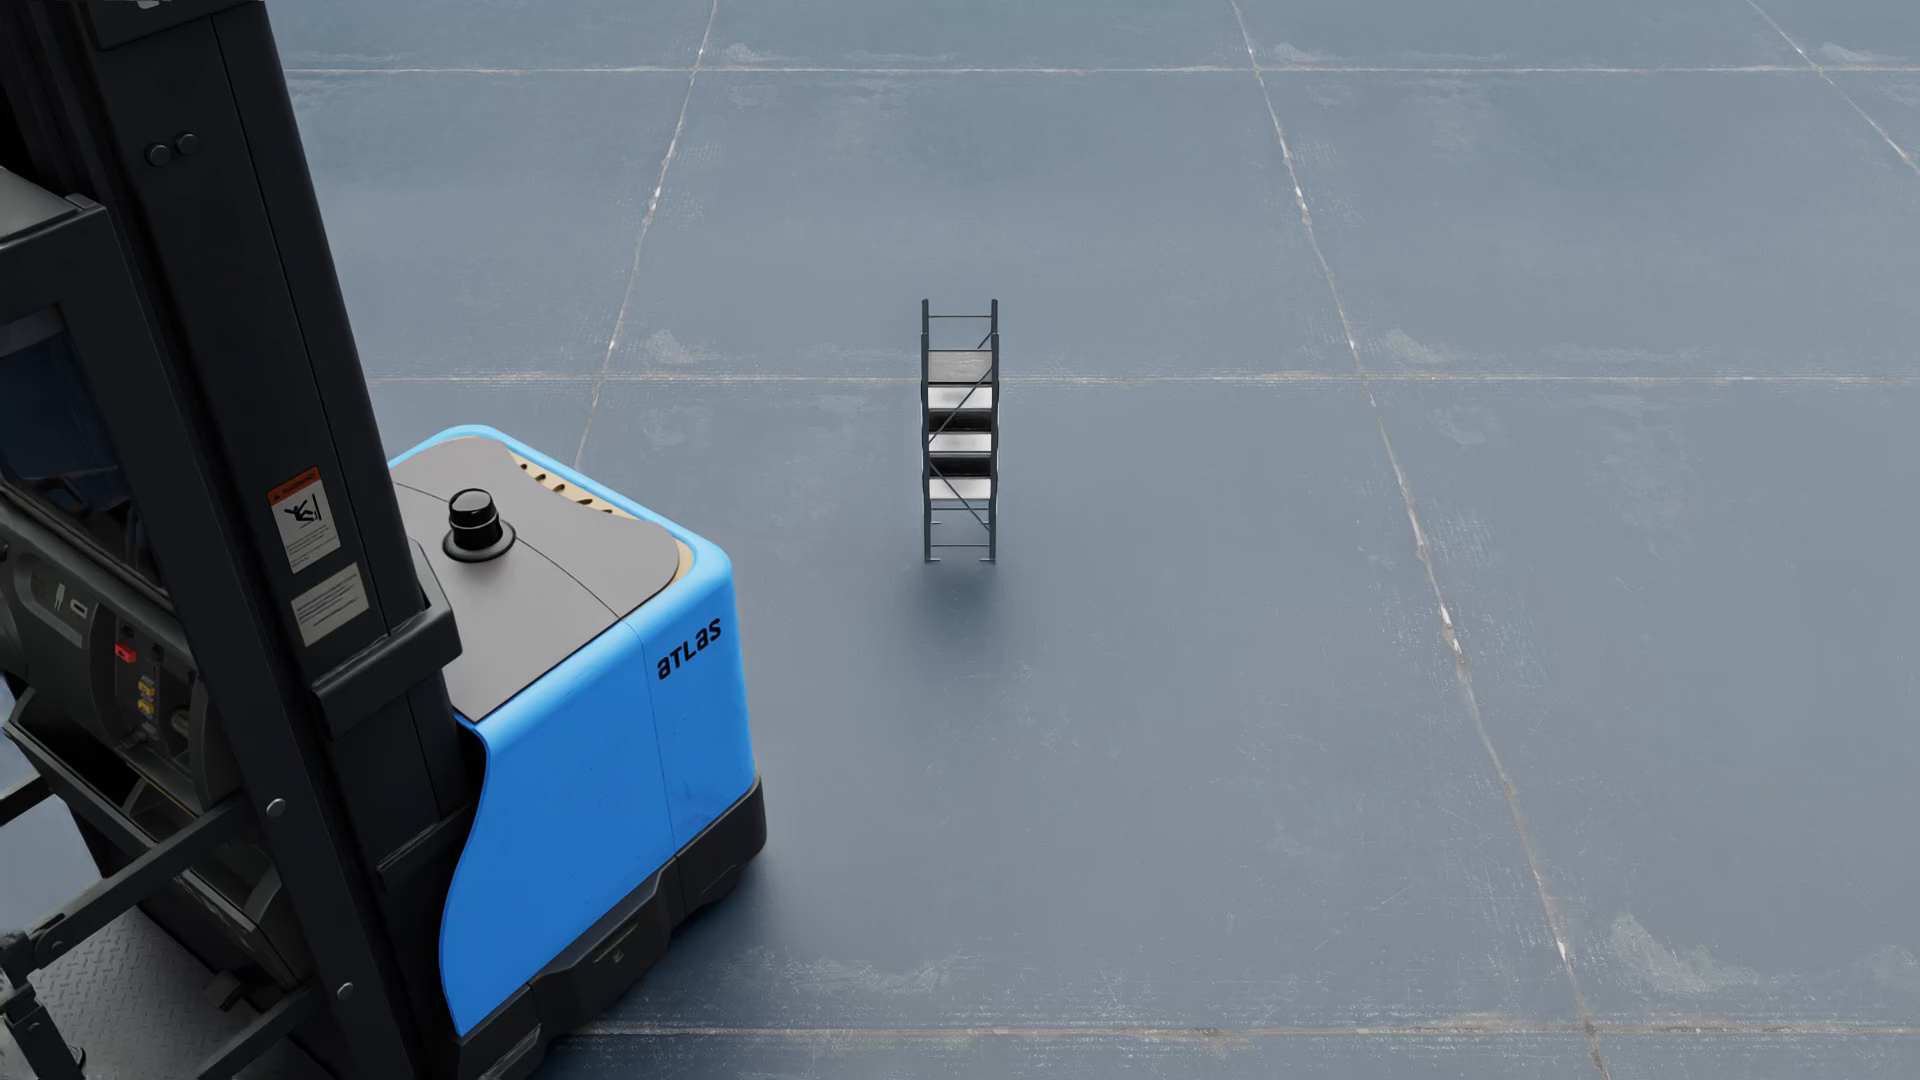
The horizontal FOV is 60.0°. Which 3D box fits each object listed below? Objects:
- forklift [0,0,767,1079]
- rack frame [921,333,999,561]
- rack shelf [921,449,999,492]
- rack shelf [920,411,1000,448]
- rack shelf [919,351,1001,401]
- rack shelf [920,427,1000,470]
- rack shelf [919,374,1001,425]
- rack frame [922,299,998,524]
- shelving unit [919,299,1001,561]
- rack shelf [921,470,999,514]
[{"bbox_3d":[-1.828,0.275,3.063,1.130,2.935,3.031,26,45,28],"label":"forklift"},{"bbox_3d":[0.000,-0.282,5.383,0.240,0.900,0.006,0,39,0],"label":"rack frame"},{"bbox_3d":[0.000,-0.250,5.539,0.258,0.077,0.200,0,39,0],"label":"rack shelf"},{"bbox_3d":[0.000,-0.390,5.427,0.258,0.077,0.200,0,39,0],"label":"rack shelf"},{"bbox_3d":[0.000,-0.531,5.314,0.258,0.077,0.200,0,39,0],"label":"rack shelf"},{"bbox_3d":[0.000,-0.320,5.483,0.258,0.077,0.200,0,39,0],"label":"rack shelf"},{"bbox_3d":[0.000,-0.461,5.371,0.258,0.077,0.200,0,39,0],"label":"rack shelf"},{"bbox_3d":[0.000,-0.410,5.542,0.240,0.900,0.006,0,39,0],"label":"rack frame"},{"bbox_3d":[0.000,-0.346,5.462,0.258,0.900,0.210,0,39,0],"label":"shelving unit"},{"bbox_3d":[0.000,-0.180,5.596,0.258,0.077,0.200,0,39,0],"label":"rack shelf"}]
